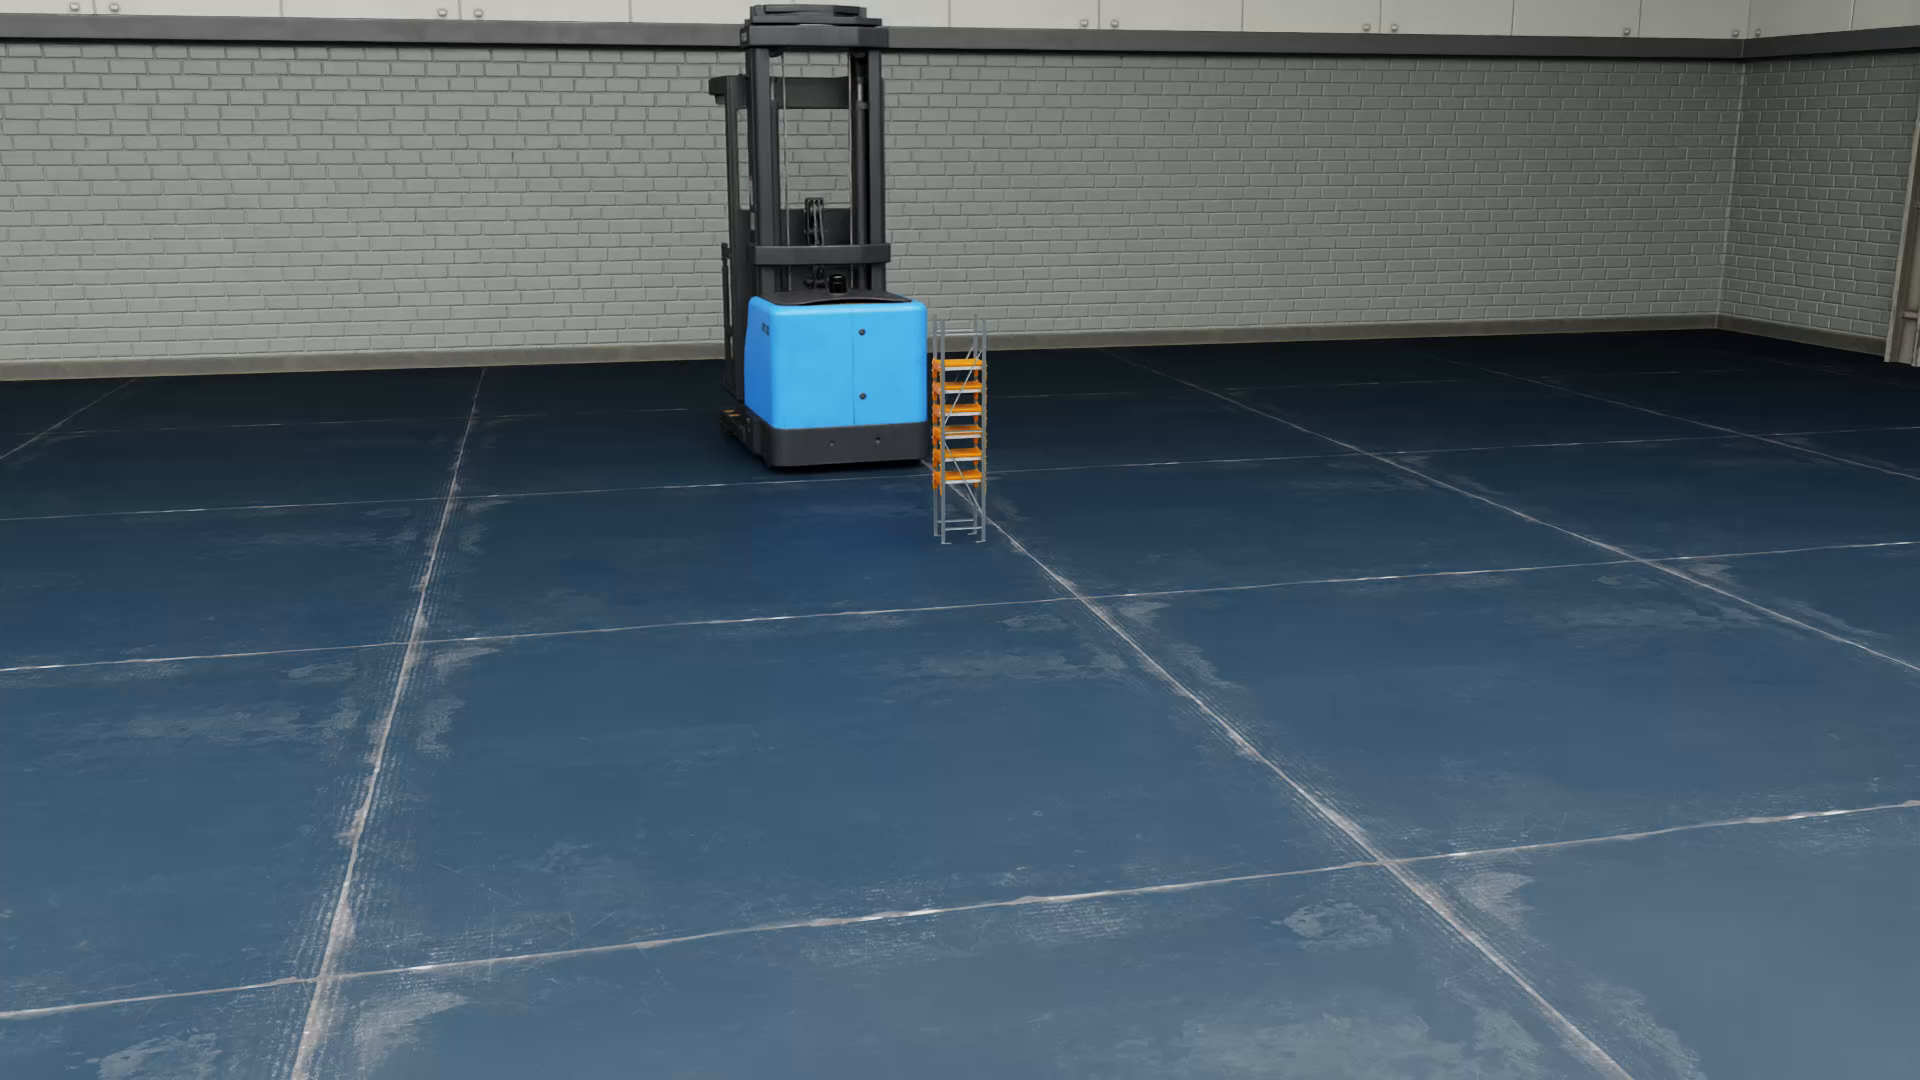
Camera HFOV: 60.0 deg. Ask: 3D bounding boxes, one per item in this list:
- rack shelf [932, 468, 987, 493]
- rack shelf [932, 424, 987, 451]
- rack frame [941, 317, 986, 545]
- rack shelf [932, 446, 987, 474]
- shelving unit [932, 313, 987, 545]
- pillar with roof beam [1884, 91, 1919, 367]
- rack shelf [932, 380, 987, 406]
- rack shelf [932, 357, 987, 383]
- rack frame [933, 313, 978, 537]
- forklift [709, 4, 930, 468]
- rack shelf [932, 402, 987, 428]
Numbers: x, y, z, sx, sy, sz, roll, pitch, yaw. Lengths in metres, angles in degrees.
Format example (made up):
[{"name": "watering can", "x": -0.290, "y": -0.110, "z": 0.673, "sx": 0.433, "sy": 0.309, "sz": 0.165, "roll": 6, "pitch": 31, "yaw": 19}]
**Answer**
[{"name": "rack shelf", "x": -0.003, "y": -0.310, "z": 8.866, "sx": 0.258, "sy": 0.103, "sz": 0.180, "roll": -3, "pitch": 14, "yaw": -13}, {"name": "rack shelf", "x": -0.003, "y": -0.543, "z": 8.809, "sx": 0.258, "sy": 0.103, "sz": 0.180, "roll": -3, "pitch": 14, "yaw": -13}, {"name": "rack frame", "x": 0.018, "y": -0.565, "z": 8.712, "sx": 0.240, "sy": 1.200, "sz": 0.006, "roll": -3, "pitch": 14, "yaw": -13}, {"name": "rack shelf", "x": -0.003, "y": -0.426, "z": 8.837, "sx": 0.258, "sy": 0.103, "sz": 0.180, "roll": -3, "pitch": 14, "yaw": -13}, {"name": "shelving unit", "x": -0.003, "y": -0.586, "z": 8.798, "sx": 0.258, "sy": 1.200, "sz": 0.189, "roll": -3, "pitch": 14, "yaw": -13}, {"name": "pillar with roof beam", "x": 4.868, "y": -5.810, "z": 13.748, "sx": 9.100, "sy": 9.000, "sz": 0.400, "roll": -3, "pitch": 14, "yaw": -13}, {"name": "rack shelf", "x": -0.003, "y": -0.776, "z": 8.752, "sx": 0.258, "sy": 0.103, "sz": 0.180, "roll": -3, "pitch": 14, "yaw": -13}, {"name": "rack shelf", "x": -0.003, "y": -0.893, "z": 8.723, "sx": 0.258, "sy": 0.103, "sz": 0.180, "roll": -3, "pitch": 14, "yaw": -13}, {"name": "rack frame", "x": -0.025, "y": -0.607, "z": 8.885, "sx": 0.240, "sy": 1.200, "sz": 0.006, "roll": -3, "pitch": 14, "yaw": -13}, {"name": "forklift", "x": -1.126, "y": -2.191, "z": 11.718, "sx": 1.130, "sy": 2.935, "sz": 3.031, "roll": -4, "pitch": 14, "yaw": -17}, {"name": "rack shelf", "x": -0.003, "y": -0.660, "z": 8.780, "sx": 0.258, "sy": 0.103, "sz": 0.180, "roll": -3, "pitch": 14, "yaw": -13}]
